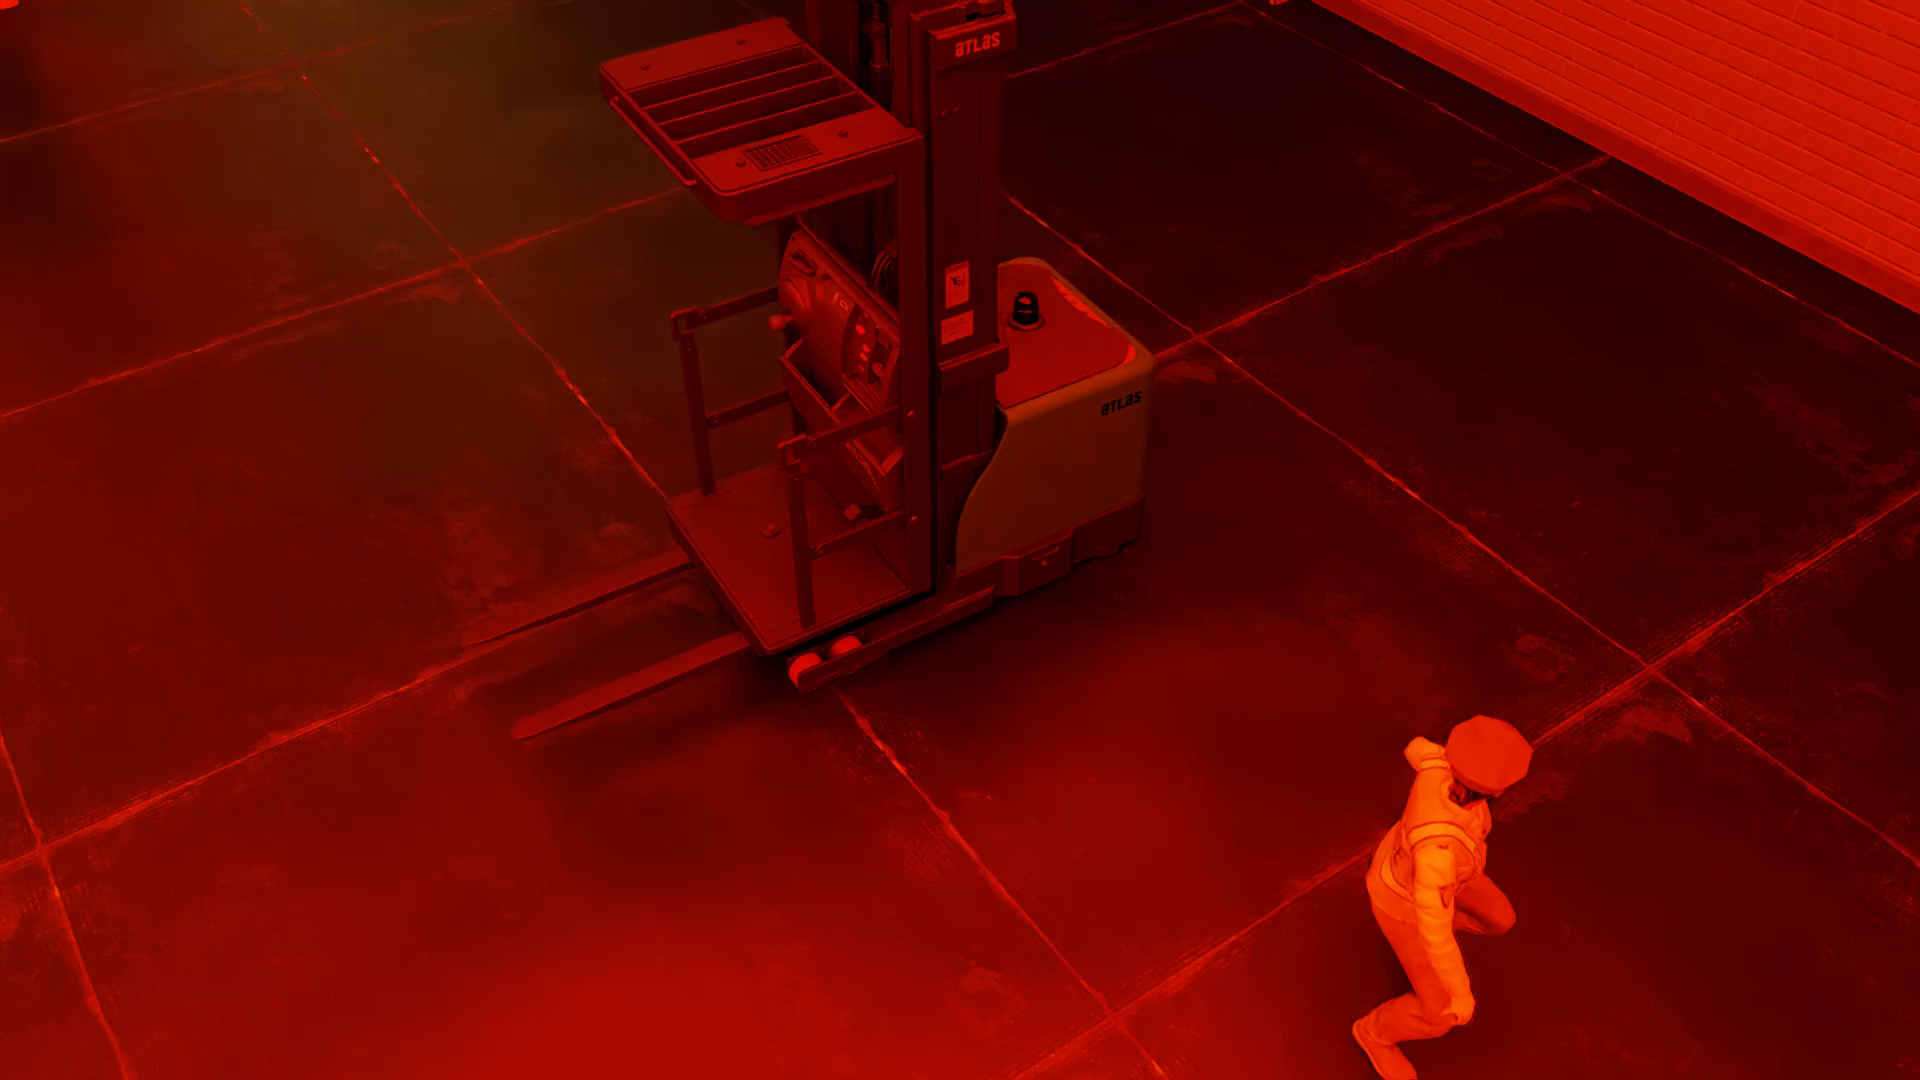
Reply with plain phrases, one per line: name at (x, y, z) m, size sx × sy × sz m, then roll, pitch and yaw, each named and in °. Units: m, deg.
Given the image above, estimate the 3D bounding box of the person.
person at (1.589, 1.150, 5.506) m, size 0.516 × 1.561 × 0.804 m, roll 21°, pitch 47°, yaw 22°

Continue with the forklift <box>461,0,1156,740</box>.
forklift at (-0.666, -0.838, 6.624) m, size 3.031 × 2.935 × 1.130 m, roll -22°, pitch 47°, yaw -22°
